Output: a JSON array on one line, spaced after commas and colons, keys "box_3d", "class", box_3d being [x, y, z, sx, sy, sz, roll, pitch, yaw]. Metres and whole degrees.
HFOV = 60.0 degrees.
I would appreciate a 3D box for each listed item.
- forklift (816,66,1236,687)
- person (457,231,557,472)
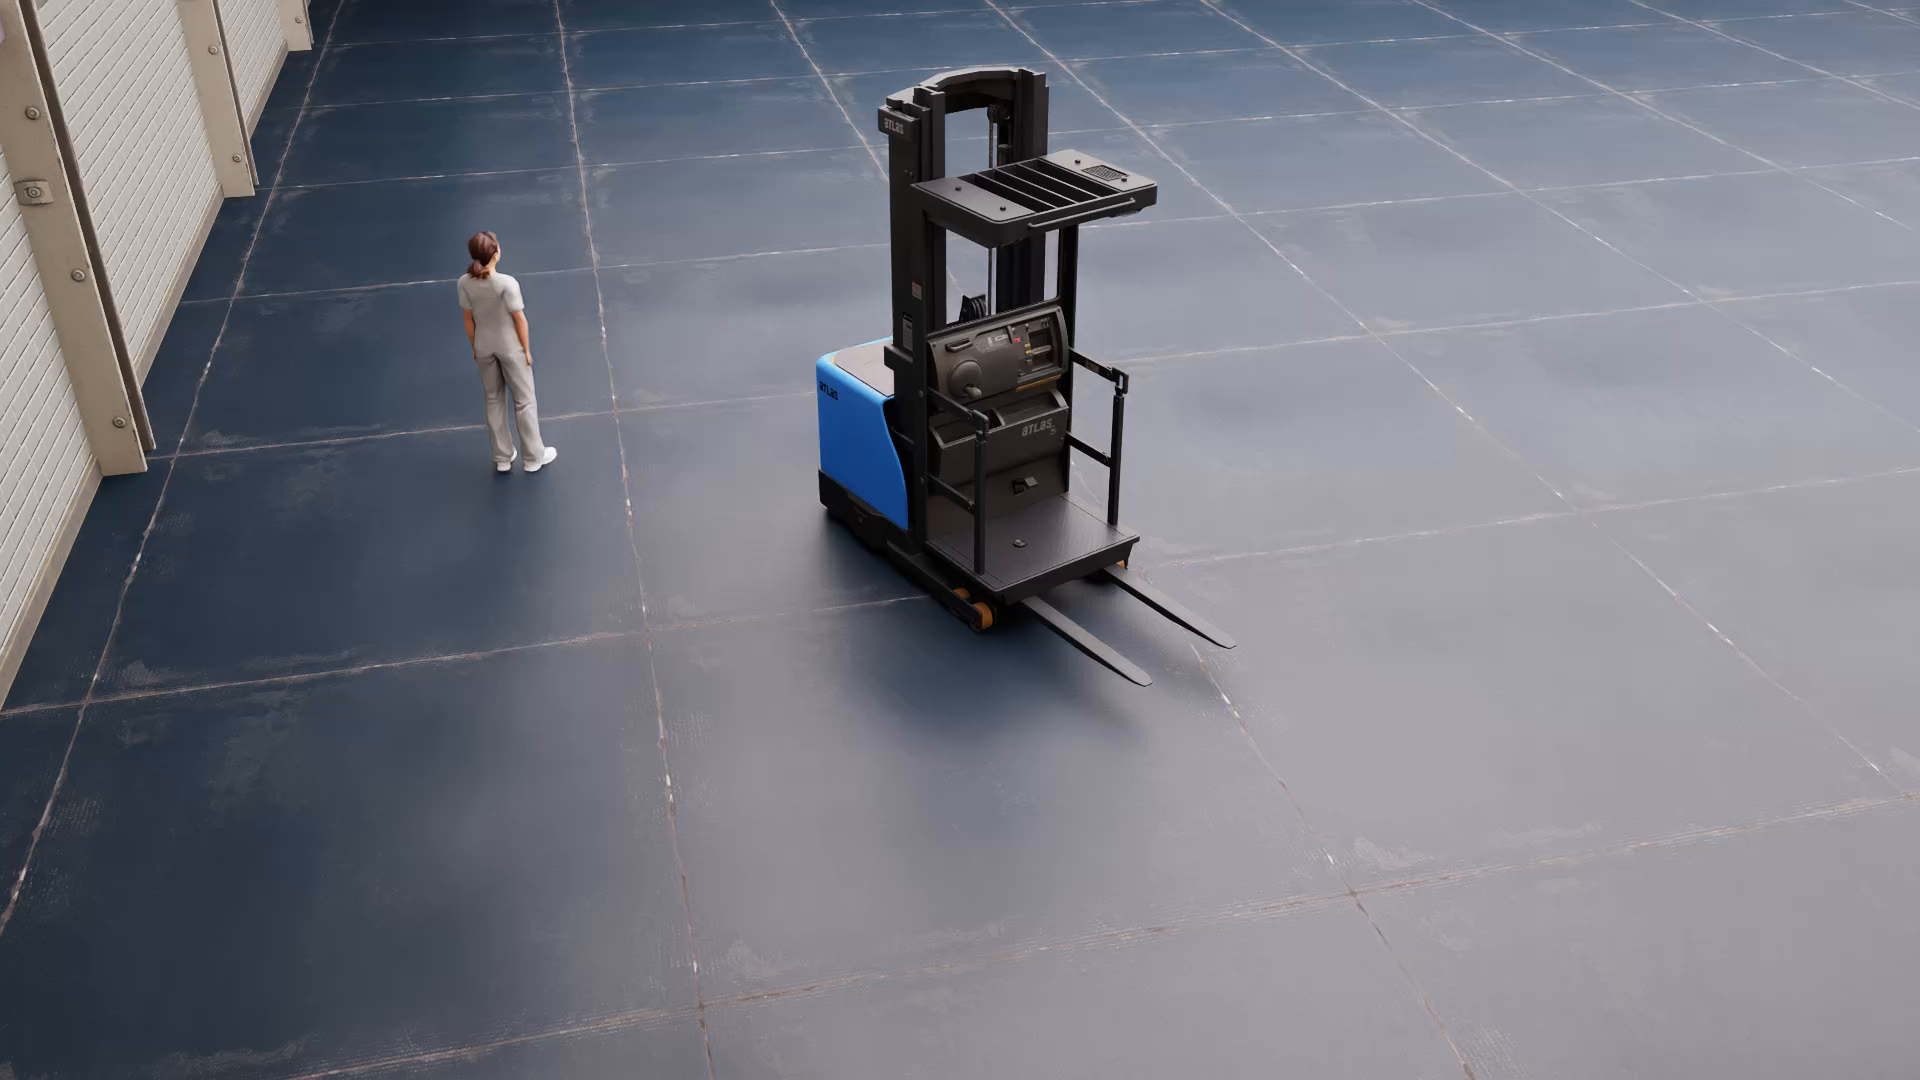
[{"box_3d": [0.355, -1.021, 9.338, 1.130, 2.935, 3.031, -20, 35, -30], "class": "forklift"}, {"box_3d": [-3.024, -1.242, 10.978, 0.434, 1.671, 0.375, 5, 30, 8], "class": "person"}]
